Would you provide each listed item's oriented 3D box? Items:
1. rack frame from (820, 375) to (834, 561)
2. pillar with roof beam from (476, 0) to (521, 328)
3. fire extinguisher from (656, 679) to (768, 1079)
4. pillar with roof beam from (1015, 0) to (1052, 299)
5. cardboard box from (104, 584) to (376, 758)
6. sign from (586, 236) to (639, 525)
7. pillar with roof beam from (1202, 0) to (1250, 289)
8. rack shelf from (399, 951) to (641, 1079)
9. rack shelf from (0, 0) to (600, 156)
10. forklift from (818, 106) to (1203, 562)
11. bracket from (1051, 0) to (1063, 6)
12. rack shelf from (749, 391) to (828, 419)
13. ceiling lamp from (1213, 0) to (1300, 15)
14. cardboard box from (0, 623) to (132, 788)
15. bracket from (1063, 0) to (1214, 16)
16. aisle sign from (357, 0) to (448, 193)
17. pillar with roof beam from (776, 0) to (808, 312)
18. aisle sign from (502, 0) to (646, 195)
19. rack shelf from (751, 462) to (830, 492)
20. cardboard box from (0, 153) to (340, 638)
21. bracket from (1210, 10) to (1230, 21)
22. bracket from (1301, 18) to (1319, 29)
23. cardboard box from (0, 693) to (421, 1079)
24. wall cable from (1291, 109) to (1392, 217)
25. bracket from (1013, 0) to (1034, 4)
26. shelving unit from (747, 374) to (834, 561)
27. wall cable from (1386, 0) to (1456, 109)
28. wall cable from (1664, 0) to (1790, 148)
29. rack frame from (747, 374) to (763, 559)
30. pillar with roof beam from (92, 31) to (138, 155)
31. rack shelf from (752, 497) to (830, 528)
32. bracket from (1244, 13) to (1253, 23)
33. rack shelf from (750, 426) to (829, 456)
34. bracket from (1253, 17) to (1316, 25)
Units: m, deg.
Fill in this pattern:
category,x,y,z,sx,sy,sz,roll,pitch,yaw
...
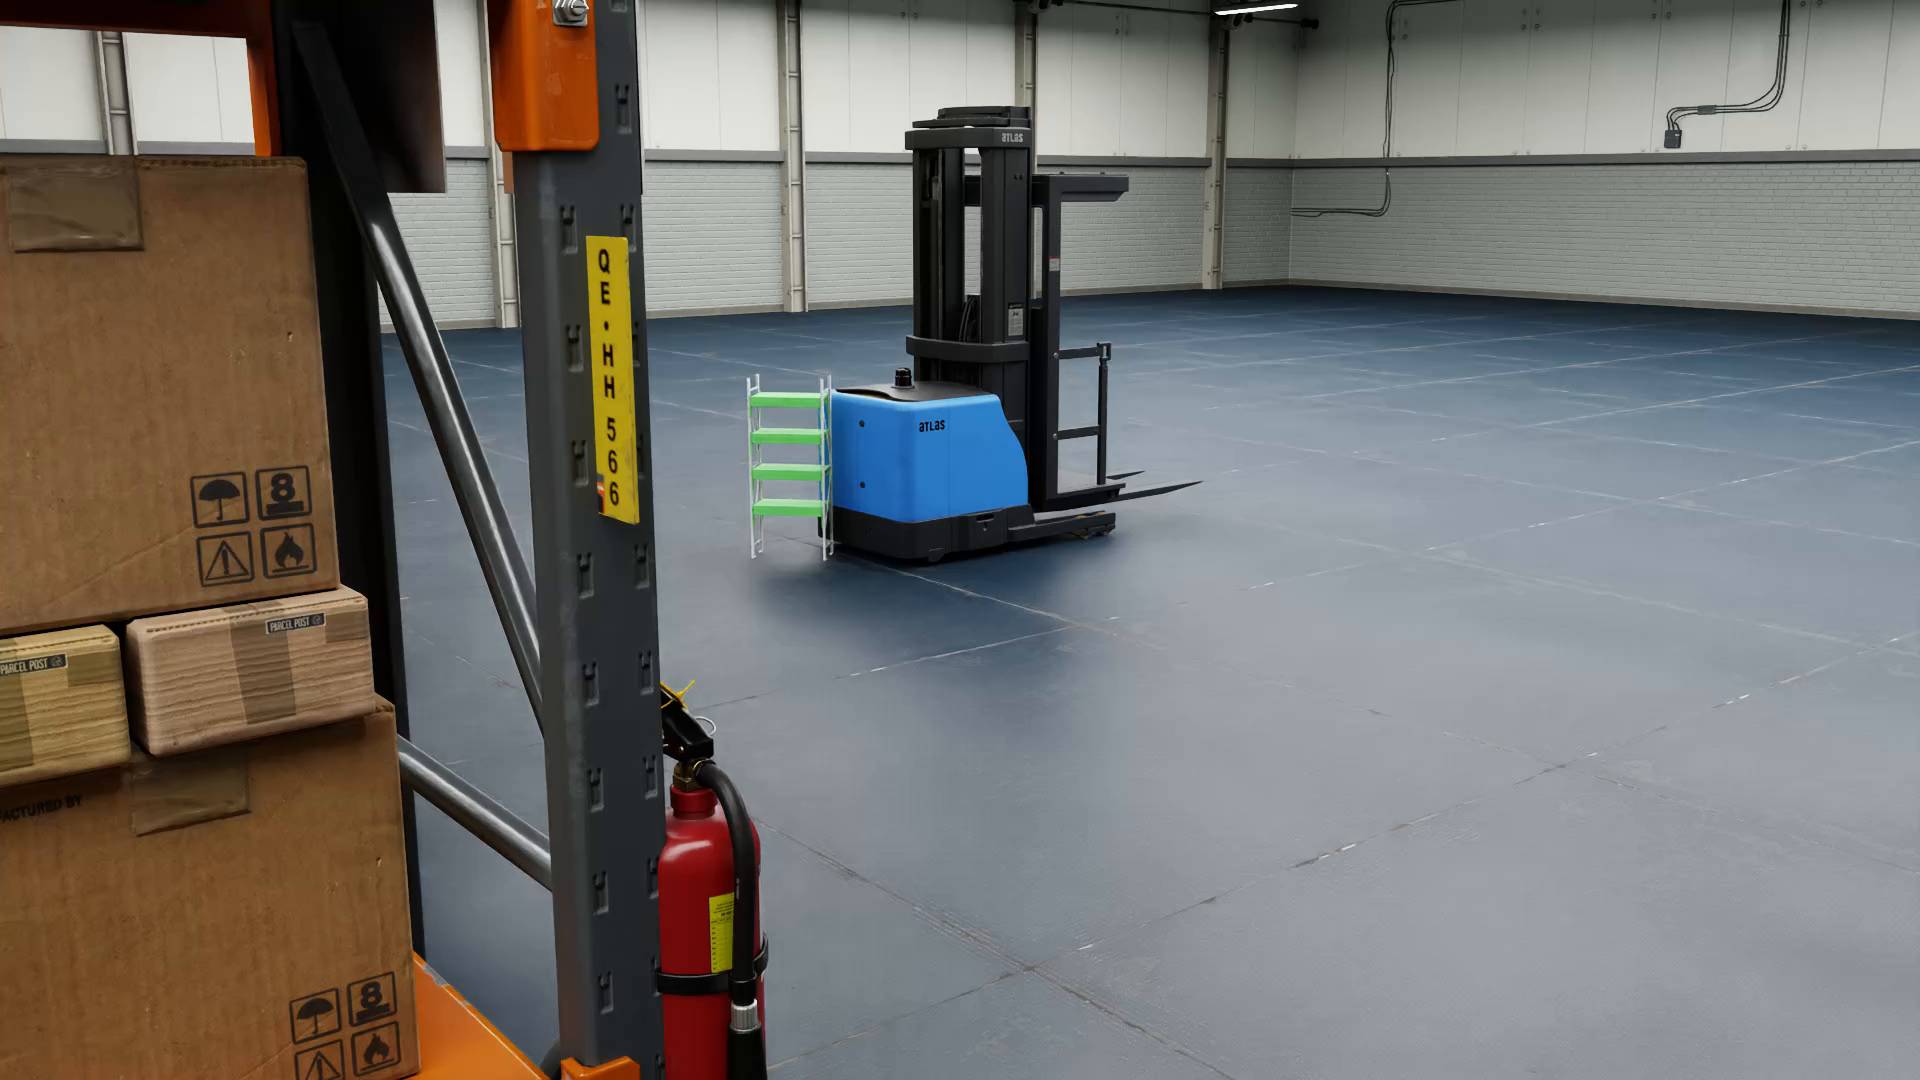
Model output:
category,x,y,z,sx,sy,sz,roll,pitch,yaw
rack frame,-0.877,-0.473,10.968,0.015,1.200,0.240,2,12,8
pillar with roof beam,-5.258,-7.460,25.098,0.400,9.000,9.100,-9,15,-38
fire extinguisher,-0.348,0.506,2.211,0.183,0.674,0.296,-9,15,-38
pillar with roof beam,4.113,-9.017,32.431,0.548,9.000,9.100,-9,15,-38
cardboard box,-0.910,0.122,2.029,0.250,0.149,0.380,-10,15,-39
sign,-0.402,-0.184,1.918,0.005,0.325,0.100,-9,15,-38
pillar with roof beam,8.798,-9.796,36.097,0.548,9.000,9.100,-9,15,-38
rack shelf,-2.292,1.019,1.338,4.000,0.370,1.077,-9,15,-38
rack shelf,-2.292,-0.448,1.027,4.000,0.370,1.077,-9,15,-38
forklift,0.477,-1.517,11.716,3.031,2.935,1.130,-10,15,-39
bracket,1.969,-11.473,35.328,0.430,0.232,0.235,-9,15,-38
rack shelf,-1.118,-0.888,10.918,0.480,0.148,0.258,2,12,8
ceiling lamp,6.058,-12.078,32.790,0.800,3.185,2.000,-9,15,-38
cardboard box,-1.113,0.157,1.868,0.250,0.149,0.380,-9,15,-36
bracket,3.994,-11.809,36.912,4.783,0.066,0.076,-9,15,-38
aisle sign,-0.870,-0.922,2.490,0.004,0.787,0.394,-9,15,-38
pillar with roof beam,-0.573,-8.239,28.764,0.400,9.000,9.100,-9,15,-38
aisle sign,-0.496,-0.824,2.031,0.004,0.787,0.394,-9,15,-38
rack shelf,-1.118,-0.418,11.018,0.480,0.148,0.258,2,12,8
cardboard box,-1.144,-0.210,2.033,0.500,0.500,0.700,-9,15,-37
bracket,6.006,-12.144,38.487,0.430,0.232,0.235,-9,15,-38
bracket,8.505,-12.559,40.442,0.430,0.232,0.235,-9,15,-38
cardboard box,-1.103,0.418,2.200,0.500,0.500,0.700,-9,15,-38
wall cable,9.235,-9.143,40.498,0.112,2.526,3.097,-9,15,-38
bracket,1.321,-11.365,34.820,0.430,0.232,0.235,-9,15,-38
shelving unit,-1.118,-0.481,11.004,0.503,1.200,0.258,2,12,8
wall cable,10.925,-11.175,37.907,0.112,2.526,3.097,-9,15,-38
wall cable,15.153,-10.784,32.561,0.169,6.003,2.305,-9,15,-38
rack frame,-1.360,-0.488,11.040,0.015,1.200,0.240,2,12,8
pillar with roof beam,-9.943,-6.682,21.431,0.400,9.000,9.100,-9,15,-38
rack shelf,-1.118,-0.184,11.068,0.480,0.148,0.258,2,12,8
bracket,6.654,-12.251,38.994,0.430,0.232,0.235,-9,15,-38
rack shelf,-1.118,-0.653,10.968,0.480,0.148,0.258,2,12,8
bracket,8.044,-12.482,40.081,3.189,0.066,0.076,-9,15,-38
